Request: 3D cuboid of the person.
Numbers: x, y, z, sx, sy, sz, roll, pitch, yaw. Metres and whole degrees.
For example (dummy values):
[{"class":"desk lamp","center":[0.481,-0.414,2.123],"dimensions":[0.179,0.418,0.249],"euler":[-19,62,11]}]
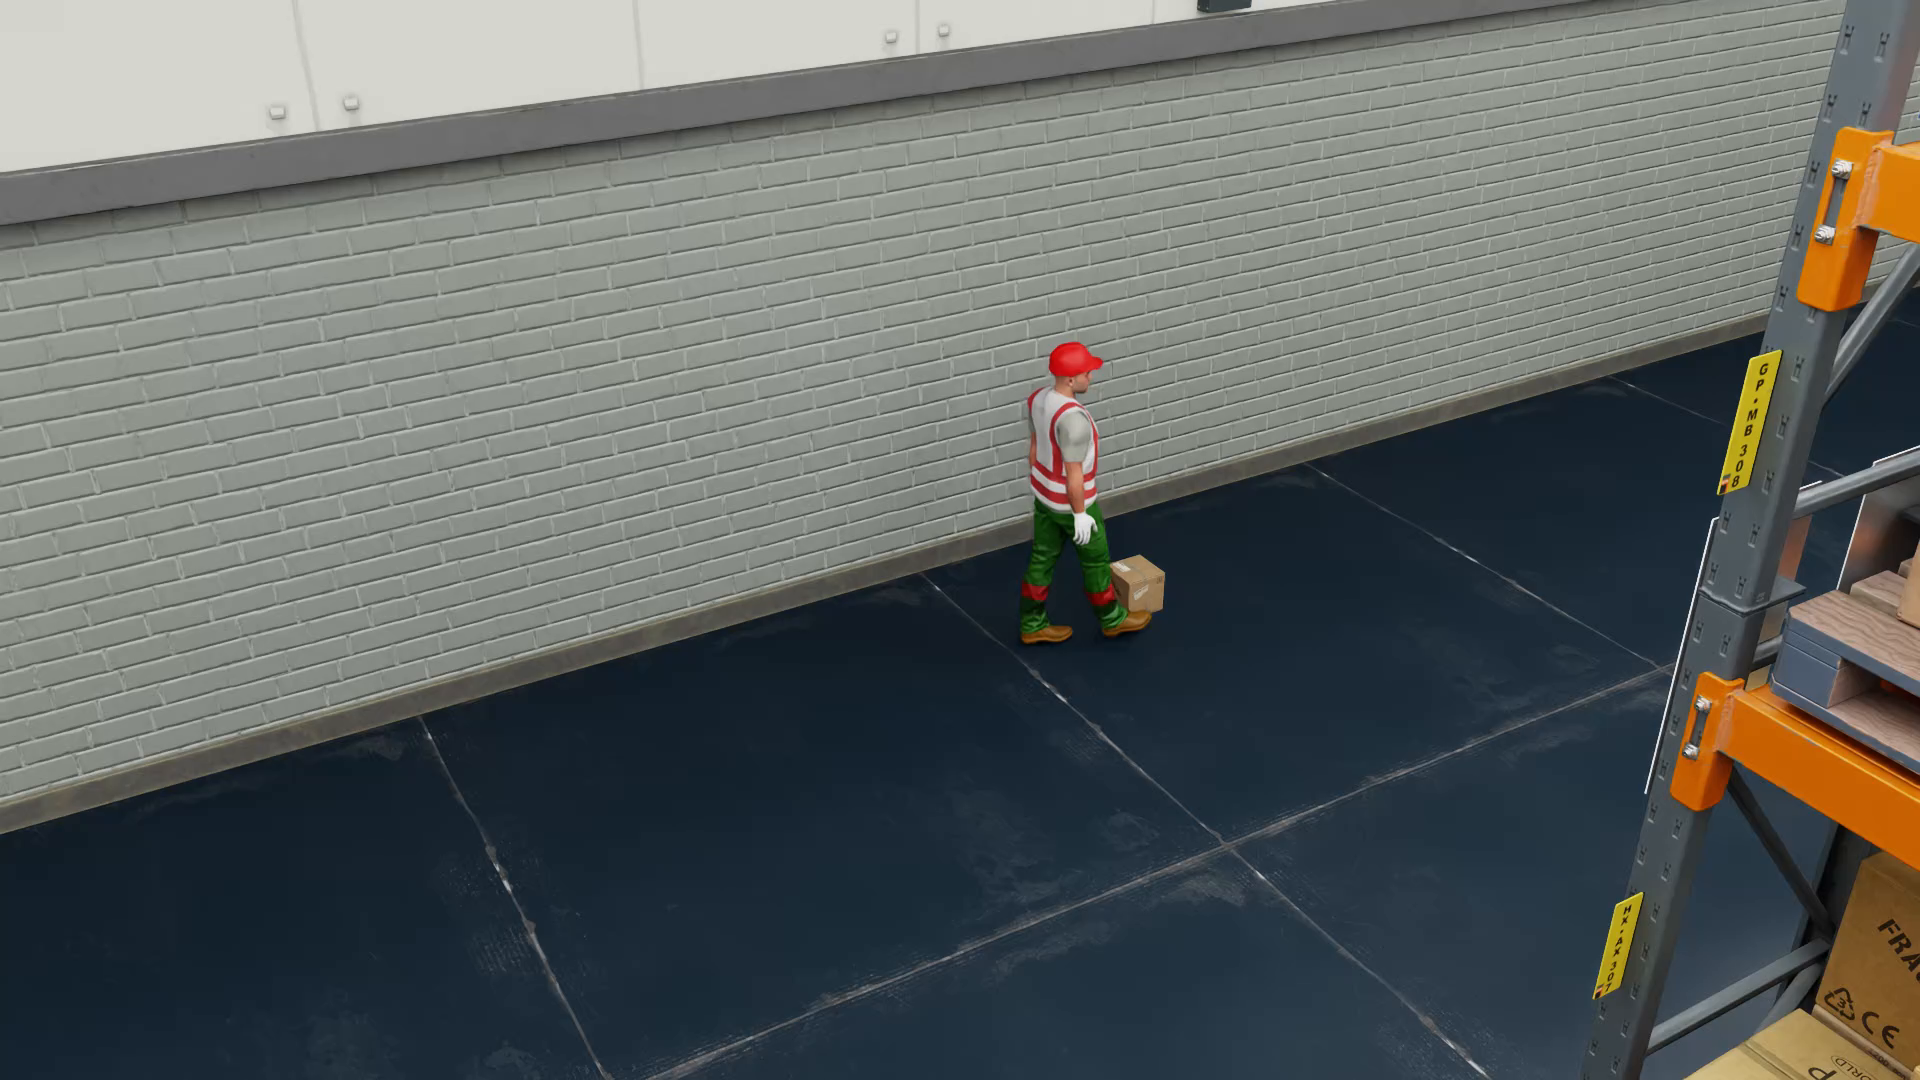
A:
[{"class":"person","center":[0.696,-0.258,8.989],"dimensions":[0.747,1.774,0.571],"euler":[-13,31,-22]}]
